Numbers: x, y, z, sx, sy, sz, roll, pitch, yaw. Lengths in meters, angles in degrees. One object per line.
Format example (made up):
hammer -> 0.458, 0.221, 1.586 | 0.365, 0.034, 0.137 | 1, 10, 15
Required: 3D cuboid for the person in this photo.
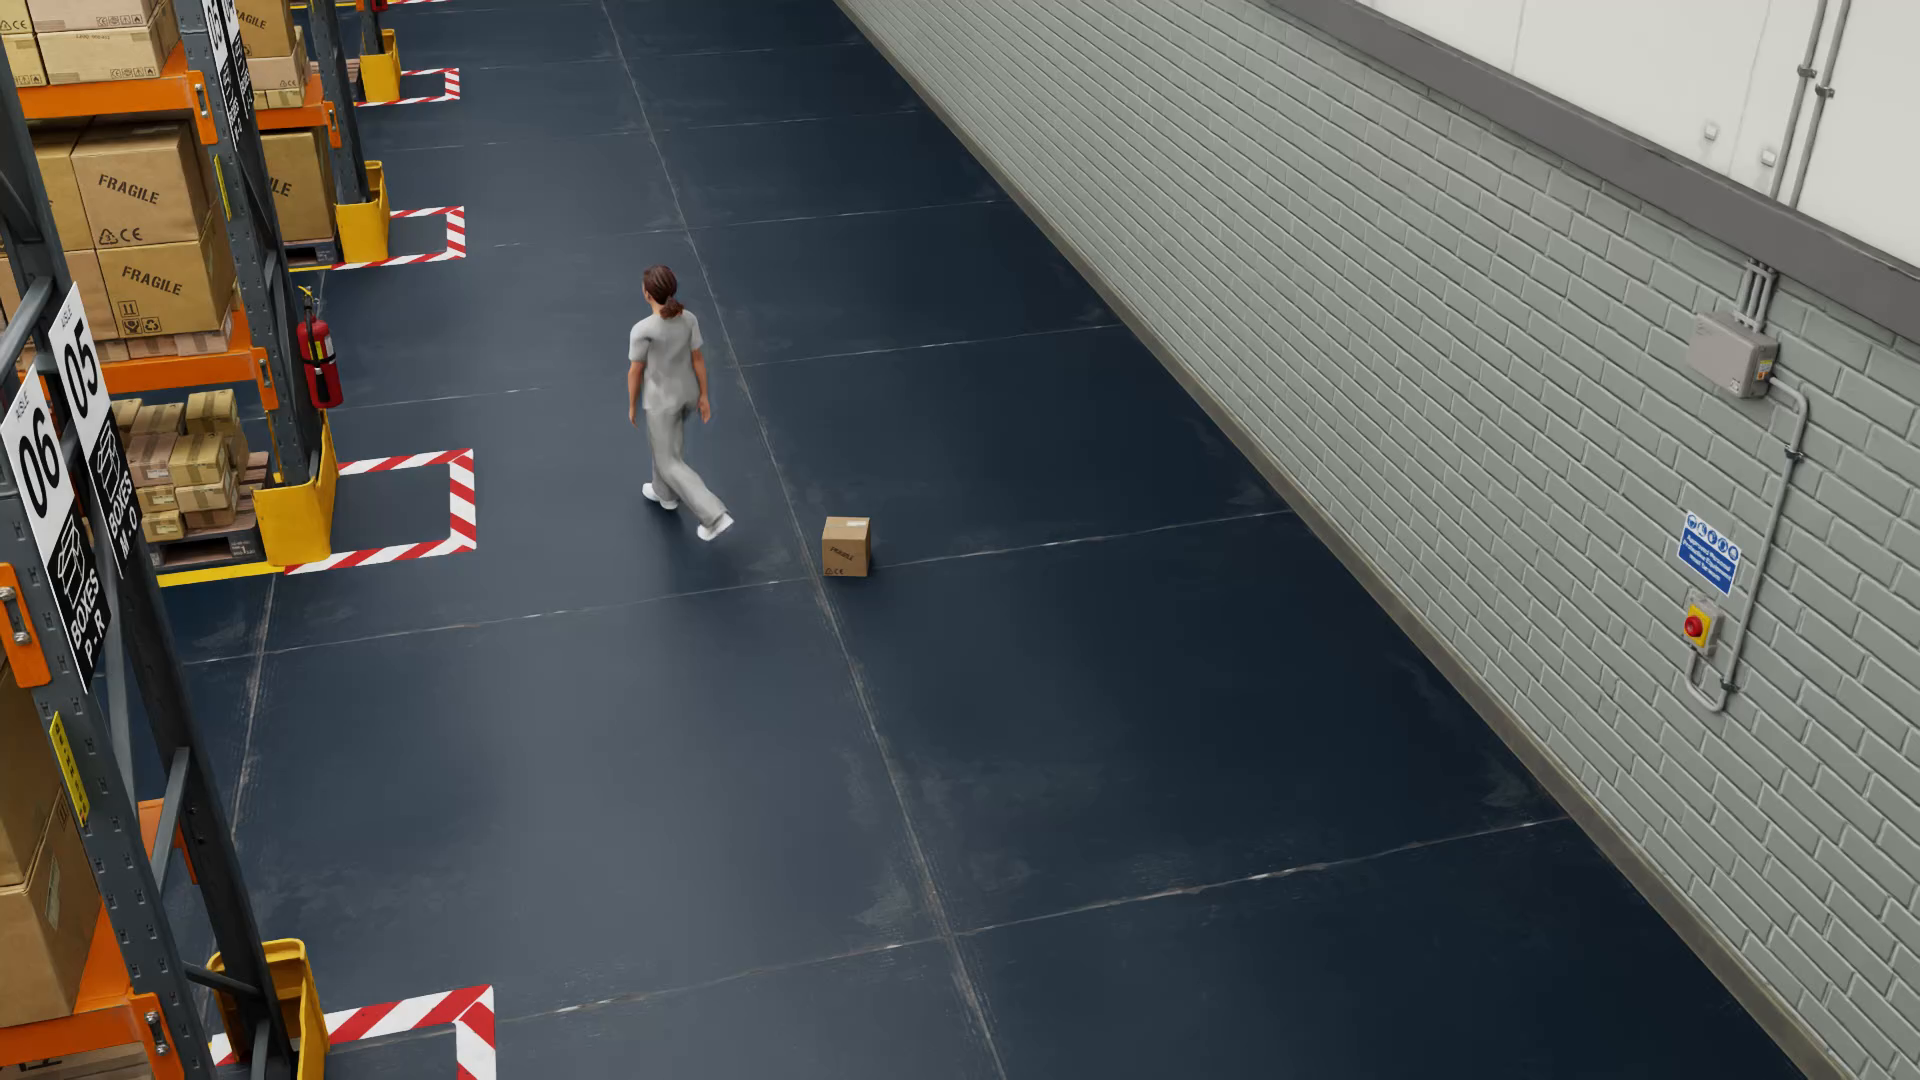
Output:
person -> -1.642, -0.793, 9.577 | 0.995, 1.615, 0.447 | 24, 38, 35
